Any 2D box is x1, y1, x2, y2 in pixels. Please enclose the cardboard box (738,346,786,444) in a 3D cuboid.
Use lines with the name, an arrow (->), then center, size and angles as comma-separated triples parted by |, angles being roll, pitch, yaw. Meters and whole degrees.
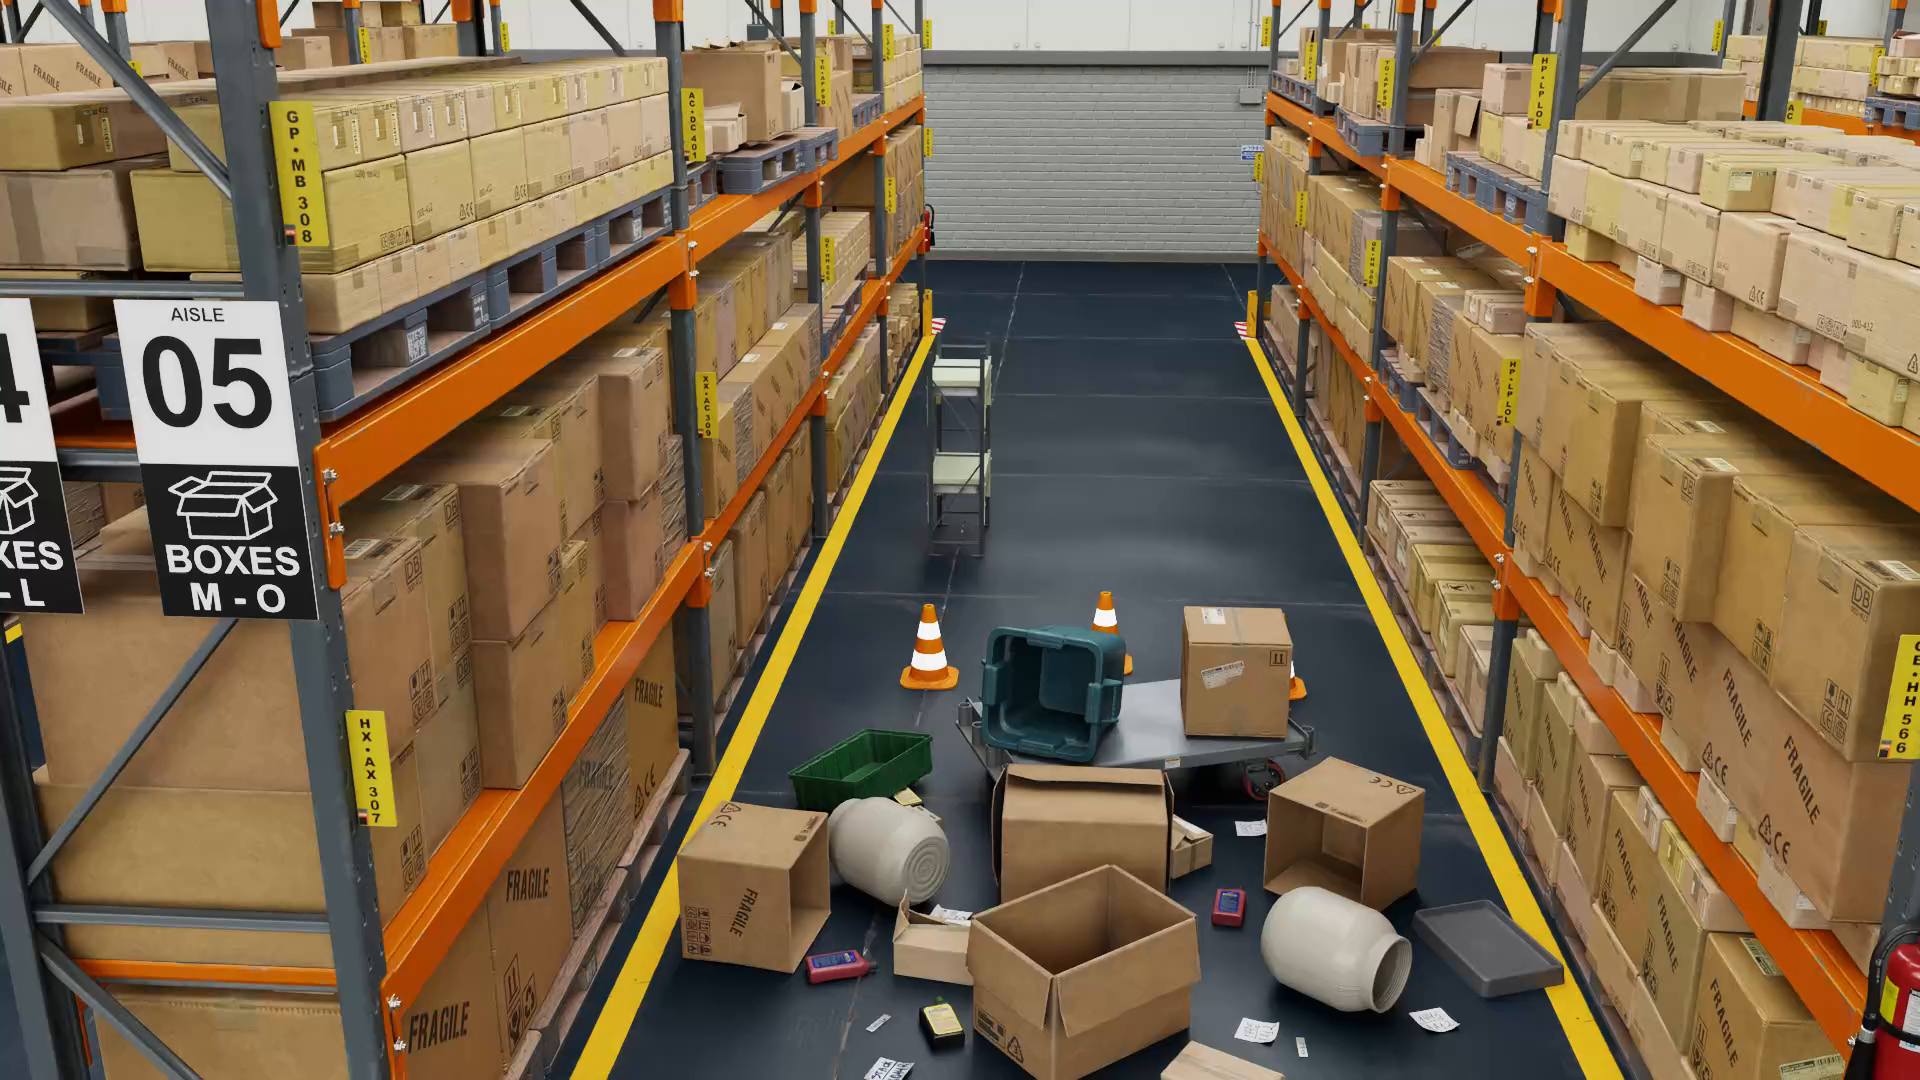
cardboard box -> -1.366, -0.892, 10.166 | 0.500, 0.500, 0.500 | 2, 18, 5

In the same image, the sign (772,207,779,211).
sign -> -1.751, -3.123, 15.746 | 0.100, 0.325, 0.005 | 1, 18, 4

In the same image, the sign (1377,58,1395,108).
sign -> 2.895, -3.104, 11.304 | 0.100, 0.325, 0.005 | 1, 18, 4

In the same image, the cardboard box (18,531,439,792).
cardboard box -> -2.005, 0.326, 4.635 | 0.875, 0.550, 0.550 | 1, 18, 4

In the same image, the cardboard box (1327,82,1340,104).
cardboard box -> 3.295, -3.751, 13.938 | 0.380, 0.166, 0.250 | 0, 18, 0

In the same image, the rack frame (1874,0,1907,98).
rack frame -> 8.686, -5.364, 14.341 | 1.000, 3.000, 0.127 | 1, 18, 4

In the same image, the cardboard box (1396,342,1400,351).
cardboard box -> 3.240, -1.364, 11.497 | 0.380, 0.149, 0.250 | 0, 18, 1

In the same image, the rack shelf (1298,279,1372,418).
rack shelf -> 3.592, -1.660, 13.826 | 1.077, 0.370, 4.000 | 1, 18, 4

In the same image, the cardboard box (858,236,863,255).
cardboard box -> -1.079, -2.636, 14.903 | 0.380, 0.149, 0.250 | 2, 18, 6

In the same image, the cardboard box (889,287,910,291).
cardboard box -> -0.783, -2.825, 19.175 | 0.380, 0.149, 0.250 | 2, 18, 5

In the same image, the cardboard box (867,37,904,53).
cardboard box -> -0.786, -5.138, 17.267 | 0.380, 0.149, 0.250 | 1, 18, 2

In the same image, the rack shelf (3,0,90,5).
rack shelf -> -10.946, -5.895, 17.758 | 1.077, 0.370, 4.000 | 1, 18, 4

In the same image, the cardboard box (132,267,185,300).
cardboard box -> -2.365, -0.717, 4.545 | 0.380, 0.149, 0.250 | 1, 18, 4

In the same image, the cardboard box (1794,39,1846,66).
cardboard box -> 8.587, -4.884, 16.653 | 0.500, 0.250, 0.500 | 2, 18, 5

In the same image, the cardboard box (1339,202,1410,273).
cardboard box -> 3.295, -2.383, 13.112 | 0.500, 0.500, 0.500 | 1, 18, 4

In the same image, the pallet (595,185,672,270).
pallet -> -1.852, -1.346, 7.040 | 1.003, 0.211, 1.213 | 1, 18, 4

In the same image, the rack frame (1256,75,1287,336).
rack frame -> 4.022, -3.865, 19.401 | 1.000, 3.000, 0.127 | 1, 18, 4

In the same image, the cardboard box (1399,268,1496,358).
cardboard box -> 3.155, -1.472, 10.786 | 0.500, 0.500, 0.500 | 2, 18, 7

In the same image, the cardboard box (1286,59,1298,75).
cardboard box -> 3.714, -5.085, 17.876 | 0.380, 0.149, 0.250 | 2, 18, 6

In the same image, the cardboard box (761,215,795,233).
cardboard box -> -1.710, -2.866, 15.125 | 0.380, 0.149, 0.250 | 2, 18, 5

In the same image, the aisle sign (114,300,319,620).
aisle sign -> -1.776, -0.181, 3.985 | 0.394, 0.787, 0.004 | 1, 18, 4

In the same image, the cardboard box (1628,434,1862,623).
cardboard box -> 2.671, -0.041, 5.487 | 0.700, 0.500, 0.500 | 1, 18, 3

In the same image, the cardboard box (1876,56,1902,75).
cardboard box -> 8.227, -4.124, 14.466 | 0.380, 0.149, 0.250 | 2, 18, 6

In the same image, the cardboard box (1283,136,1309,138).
cardboard box -> 3.613, -4.189, 17.582 | 0.380, 0.149, 0.250 | 1, 18, 4

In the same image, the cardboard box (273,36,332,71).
cardboard box -> -6.181, -4.336, 15.186 | 0.700, 0.500, 0.500 | 2, 18, 5

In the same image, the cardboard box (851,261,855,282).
cardboard box -> -1.111, -2.332, 14.451 | 0.380, 0.149, 0.250 | 1, 18, 2

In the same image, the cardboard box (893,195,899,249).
cardboard box -> -0.894, -3.193, 16.711 | 0.500, 0.500, 0.500 | 1, 18, 4

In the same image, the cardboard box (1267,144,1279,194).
cardboard box -> 3.673, -4.084, 18.304 | 0.500, 0.500, 0.500 | 1, 18, 2

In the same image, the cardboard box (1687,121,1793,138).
cardboard box -> 3.357, -1.720, 7.160 | 0.380, 0.149, 0.250 | 2, 18, 5

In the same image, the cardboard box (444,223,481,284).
cardboard box -> -1.672, -0.863, 4.990 | 0.380, 0.149, 0.250 | 1, 18, 4

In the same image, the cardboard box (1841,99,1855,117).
cardboard box -> 8.438, -4.013, 15.440 | 0.380, 0.149, 0.250 | 1, 18, 4

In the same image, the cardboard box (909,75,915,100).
cardboard box -> -0.770, -4.839, 17.796 | 0.500, 0.250, 0.500 | 2, 18, 6

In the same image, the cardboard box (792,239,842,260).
cardboard box -> -1.177, -2.370, 13.611 | 0.380, 0.149, 0.250 | 2, 18, 6

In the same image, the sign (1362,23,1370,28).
sign -> 4.562, -5.657, 18.758 | 0.100, 0.325, 0.005 | 1, 18, 4

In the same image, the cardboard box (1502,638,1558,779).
cardboard box -> 2.850, 0.790, 7.732 | 0.500, 0.500, 0.500 | 2, 18, 7

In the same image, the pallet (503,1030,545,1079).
pallet -> -2.090, 2.100, 5.674 | 1.003, 0.211, 1.213 | 1, 18, 4

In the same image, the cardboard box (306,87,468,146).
cardboard box -> -1.673, -1.239, 4.858 | 0.380, 0.149, 0.250 | 1, 18, 4

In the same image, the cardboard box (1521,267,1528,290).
cardboard box -> 3.612, -1.563, 10.020 | 0.380, 0.149, 0.250 | 0, 18, 1

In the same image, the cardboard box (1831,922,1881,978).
cardboard box -> 2.688, 1.103, 4.644 | 0.380, 0.149, 0.250 | 2, 18, 6

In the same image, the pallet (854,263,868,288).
pallet -> -1.409, -2.376, 15.166 | 1.003, 0.211, 1.213 | 1, 18, 4

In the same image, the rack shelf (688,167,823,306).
rack shelf -> -1.640, -1.922, 9.809 | 1.077, 0.370, 4.000 | 1, 18, 4

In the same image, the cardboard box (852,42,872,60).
cardboard box -> -0.947, -4.568, 15.527 | 0.380, 0.149, 0.250 | 1, 18, 3

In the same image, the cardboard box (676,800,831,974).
cardboard box -> -0.871, 1.475, 7.116 | 0.500, 0.500, 0.500 | 4, 19, 13

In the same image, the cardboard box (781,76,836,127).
cardboard box -> -1.190, -3.104, 12.100 | 0.500, 0.500, 0.500 | 1, 18, 4

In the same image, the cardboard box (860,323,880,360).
cardboard box -> -1.011, -1.833, 15.335 | 0.500, 0.250, 0.500 | 1, 18, 2

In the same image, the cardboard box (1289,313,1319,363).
cardboard box -> 3.951, -2.075, 17.380 | 0.875, 0.438, 0.875 | 1, 18, 2

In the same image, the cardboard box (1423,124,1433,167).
cardboard box -> 3.238, -2.569, 10.843 | 0.396, 0.266, 0.258 | 1, 18, 4

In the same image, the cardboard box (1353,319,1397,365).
cardboard box -> 3.226, -1.472, 12.339 | 0.500, 0.250, 0.500 | 1, 18, 2

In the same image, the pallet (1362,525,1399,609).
pallet -> 3.391, 0.187, 11.512 | 1.003, 0.211, 1.213 | 1, 18, 4

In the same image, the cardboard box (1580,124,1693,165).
cardboard box -> 2.824, -1.651, 6.950 | 0.380, 0.149, 0.250 | 2, 18, 6

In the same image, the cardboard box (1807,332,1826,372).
cardboard box -> 2.744, -0.556, 4.888 | 0.380, 0.149, 0.250 | 1, 18, 4

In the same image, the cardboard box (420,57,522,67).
cardboard box -> -2.148, -2.044, 7.313 | 0.380, 0.149, 0.250 | 1, 18, 4

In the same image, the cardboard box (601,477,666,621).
cardboard box -> -1.814, -0.002, 7.372 | 0.875, 0.550, 0.550 | 1, 18, 4

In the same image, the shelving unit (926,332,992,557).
shelving unit -> 0.000, -0.711, 12.183 | 0.431, 1.500, 0.755 | 1, 18, 4

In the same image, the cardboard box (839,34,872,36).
cardboard box -> -1.173, -5.630, 18.767 | 0.380, 0.149, 0.250 | 1, 18, 3

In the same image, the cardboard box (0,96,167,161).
cardboard box -> -2.365, -1.097, 4.423 | 0.380, 0.149, 0.250 | 1, 18, 4

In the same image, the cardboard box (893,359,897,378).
cardboard box -> -0.844, -1.735, 16.805 | 0.380, 0.149, 0.250 | 2, 18, 6

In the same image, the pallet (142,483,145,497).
pallet -> -6.305, -0.520, 13.670 | 1.003, 0.211, 1.213 | 1, 18, 4
